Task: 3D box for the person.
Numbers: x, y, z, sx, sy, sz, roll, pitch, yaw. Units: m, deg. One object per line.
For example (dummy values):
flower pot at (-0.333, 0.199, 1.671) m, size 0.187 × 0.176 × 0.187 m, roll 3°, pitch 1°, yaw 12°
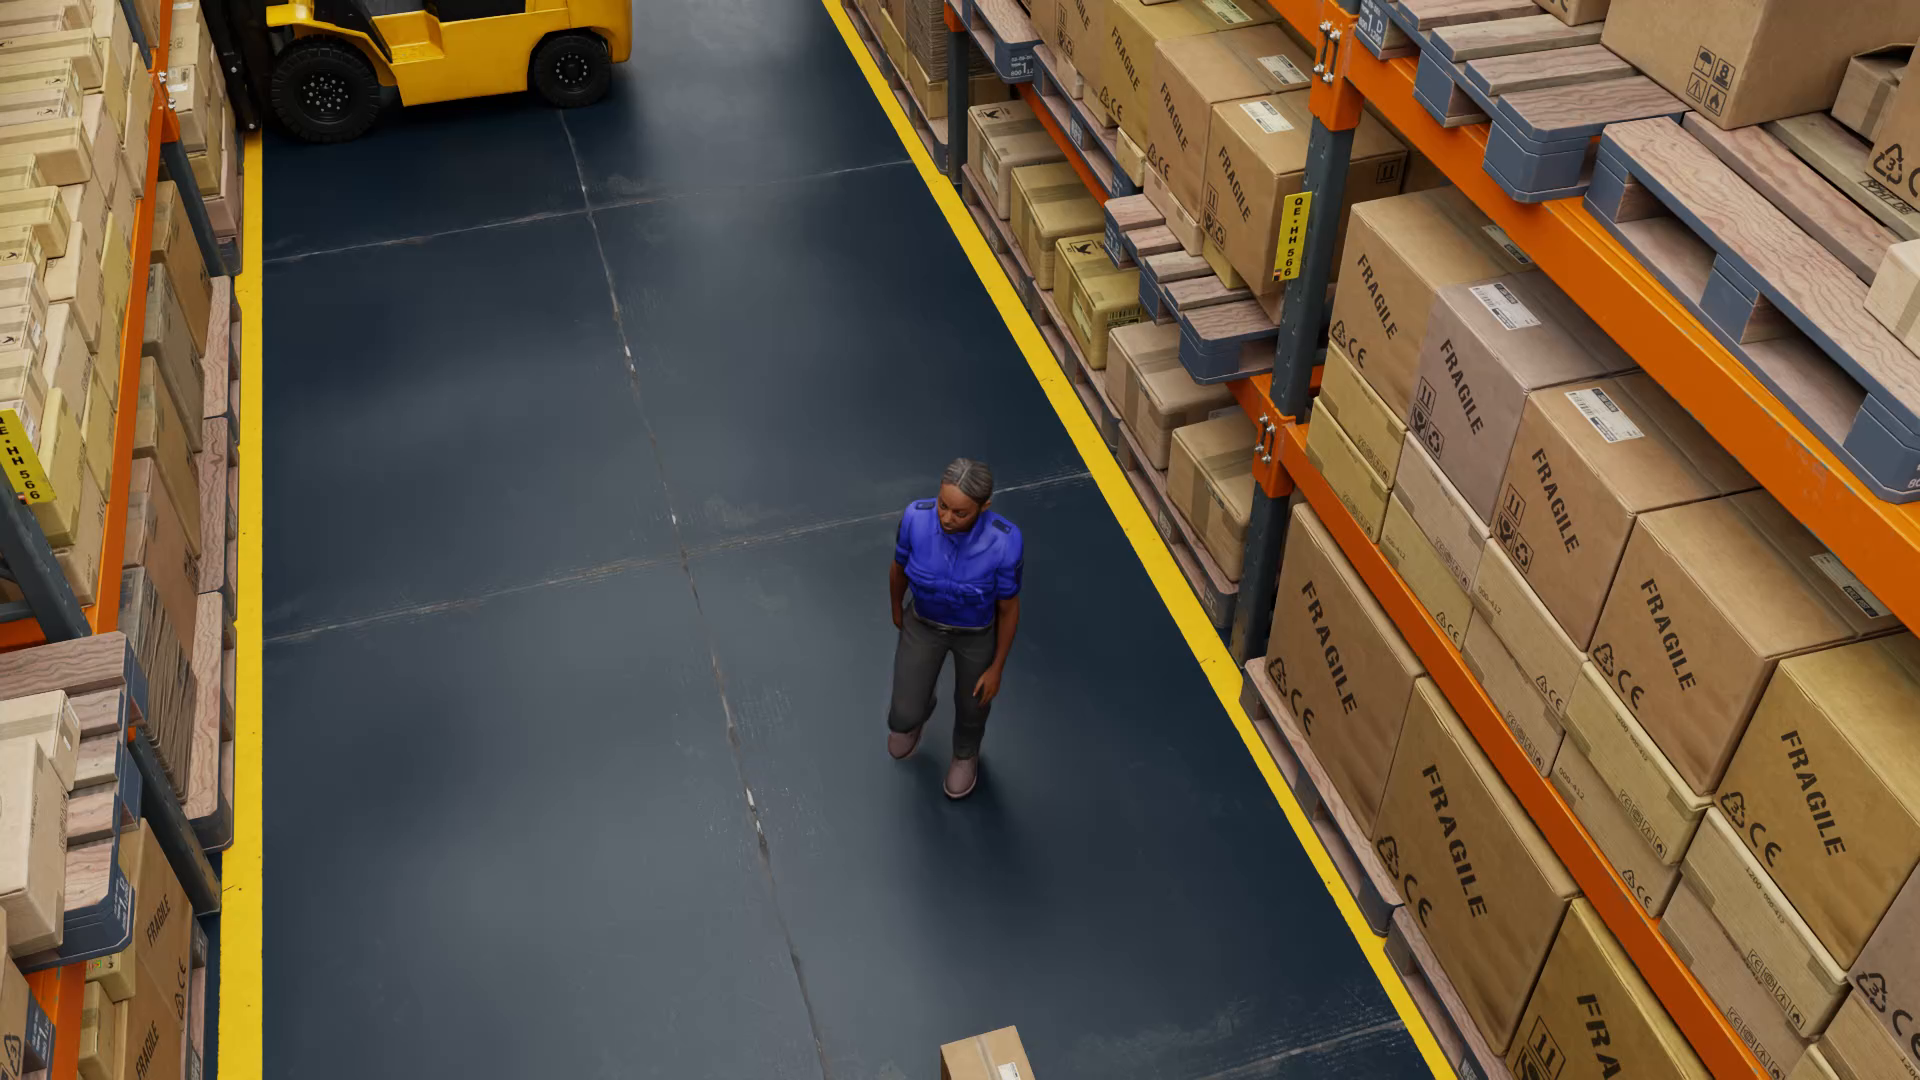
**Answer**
person at (-0.038, 0.306, 5.812) m, size 0.522 × 1.641 × 0.470 m, roll 7°, pitch 43°, yaw 8°
